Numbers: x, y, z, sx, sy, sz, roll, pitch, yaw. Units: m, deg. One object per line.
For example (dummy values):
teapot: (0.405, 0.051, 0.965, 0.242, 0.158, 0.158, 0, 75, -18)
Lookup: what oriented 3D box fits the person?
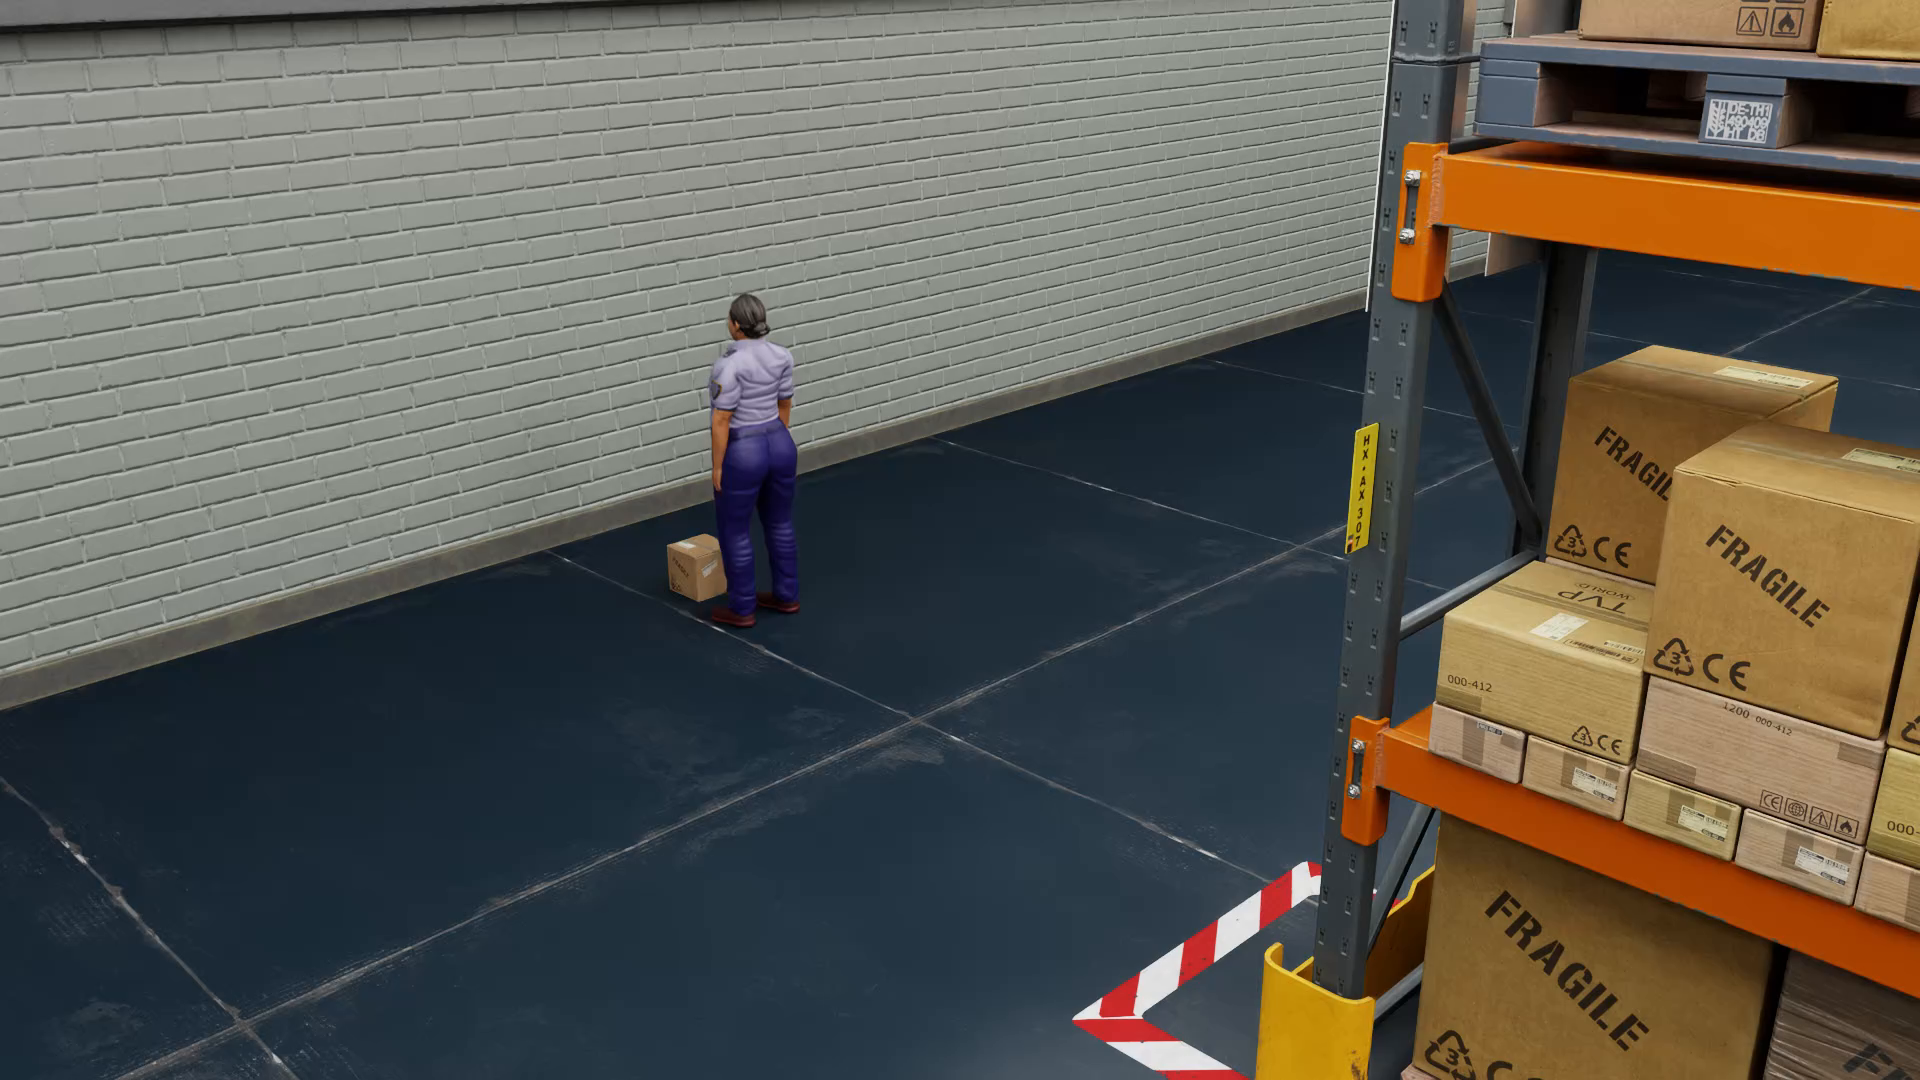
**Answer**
person: (-1.025, -0.390, 8.133, 0.471, 1.653, 0.349, -19, 28, -41)
